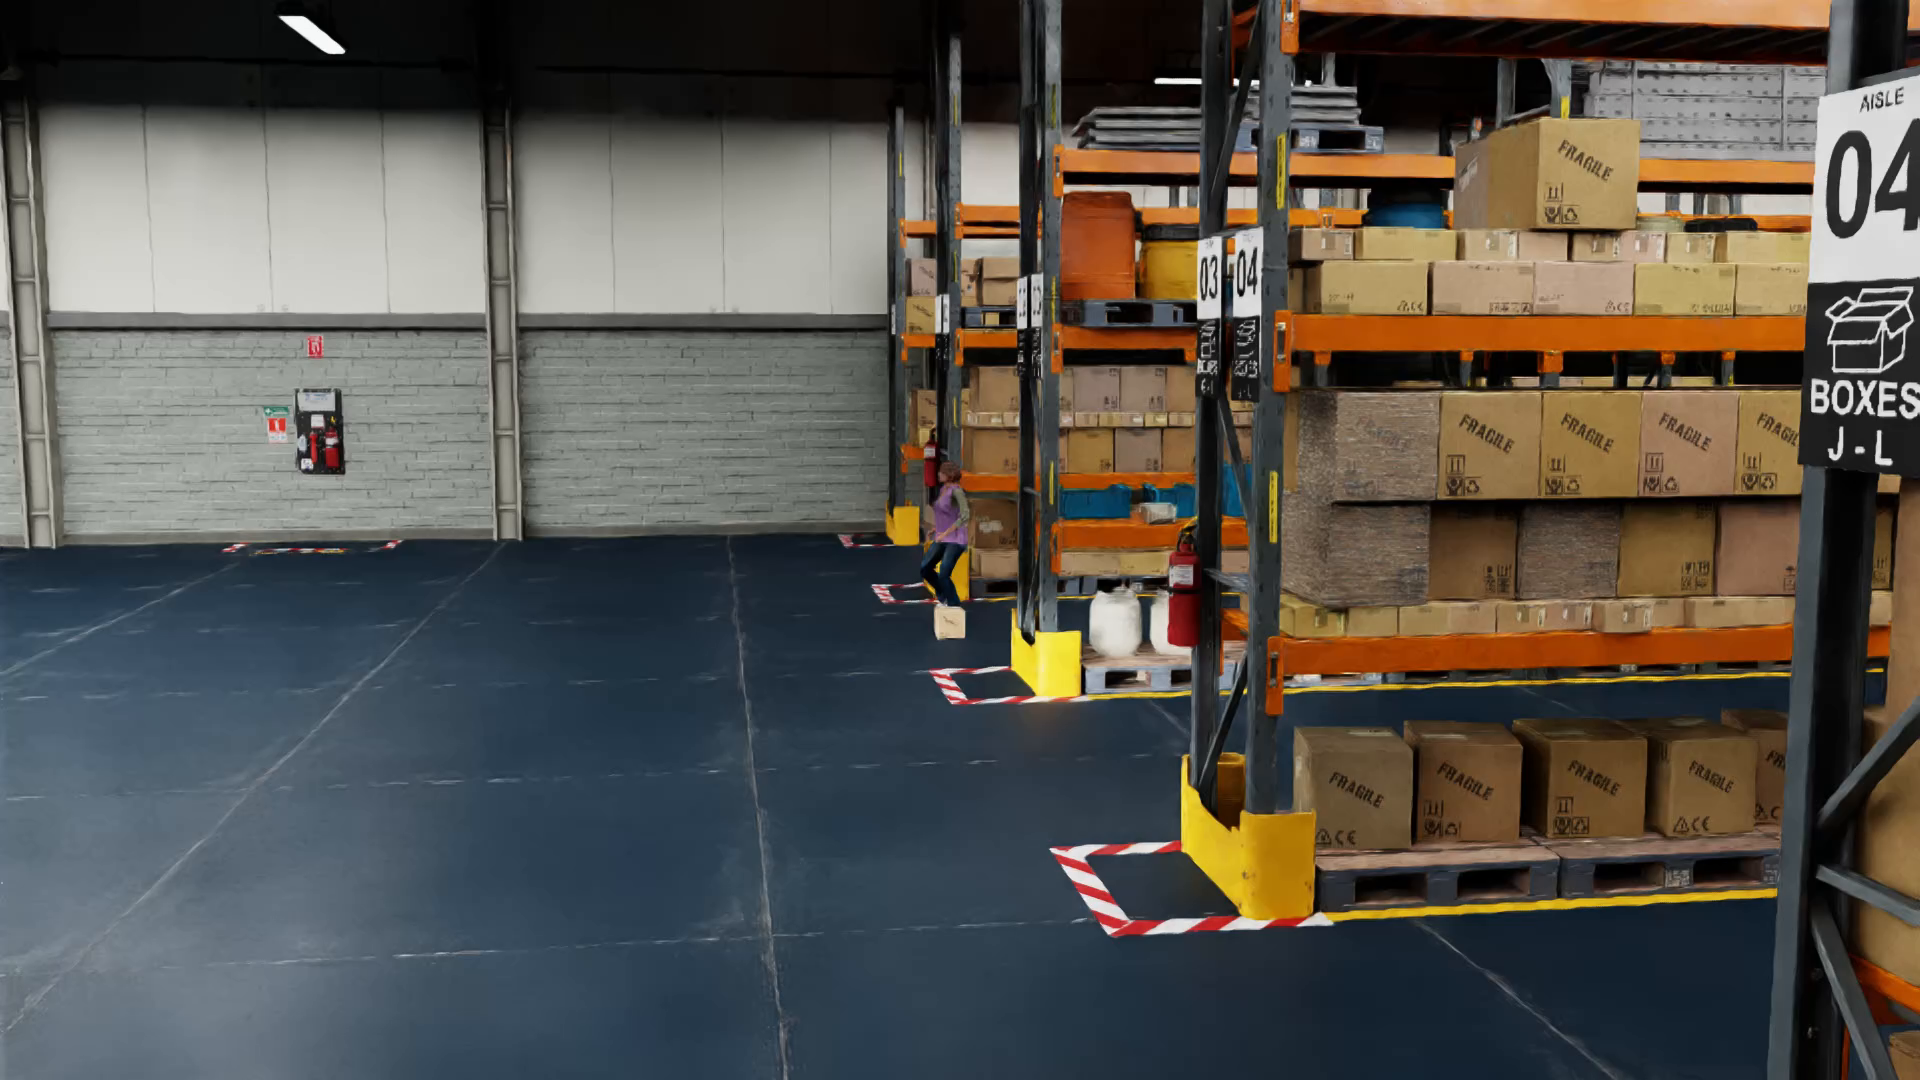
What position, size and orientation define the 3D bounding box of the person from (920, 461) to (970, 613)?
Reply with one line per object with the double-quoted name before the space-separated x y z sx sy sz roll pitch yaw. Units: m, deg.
"person" -0.129 0.026 15.951 0.442 1.567 0.579 -5 8 -34
